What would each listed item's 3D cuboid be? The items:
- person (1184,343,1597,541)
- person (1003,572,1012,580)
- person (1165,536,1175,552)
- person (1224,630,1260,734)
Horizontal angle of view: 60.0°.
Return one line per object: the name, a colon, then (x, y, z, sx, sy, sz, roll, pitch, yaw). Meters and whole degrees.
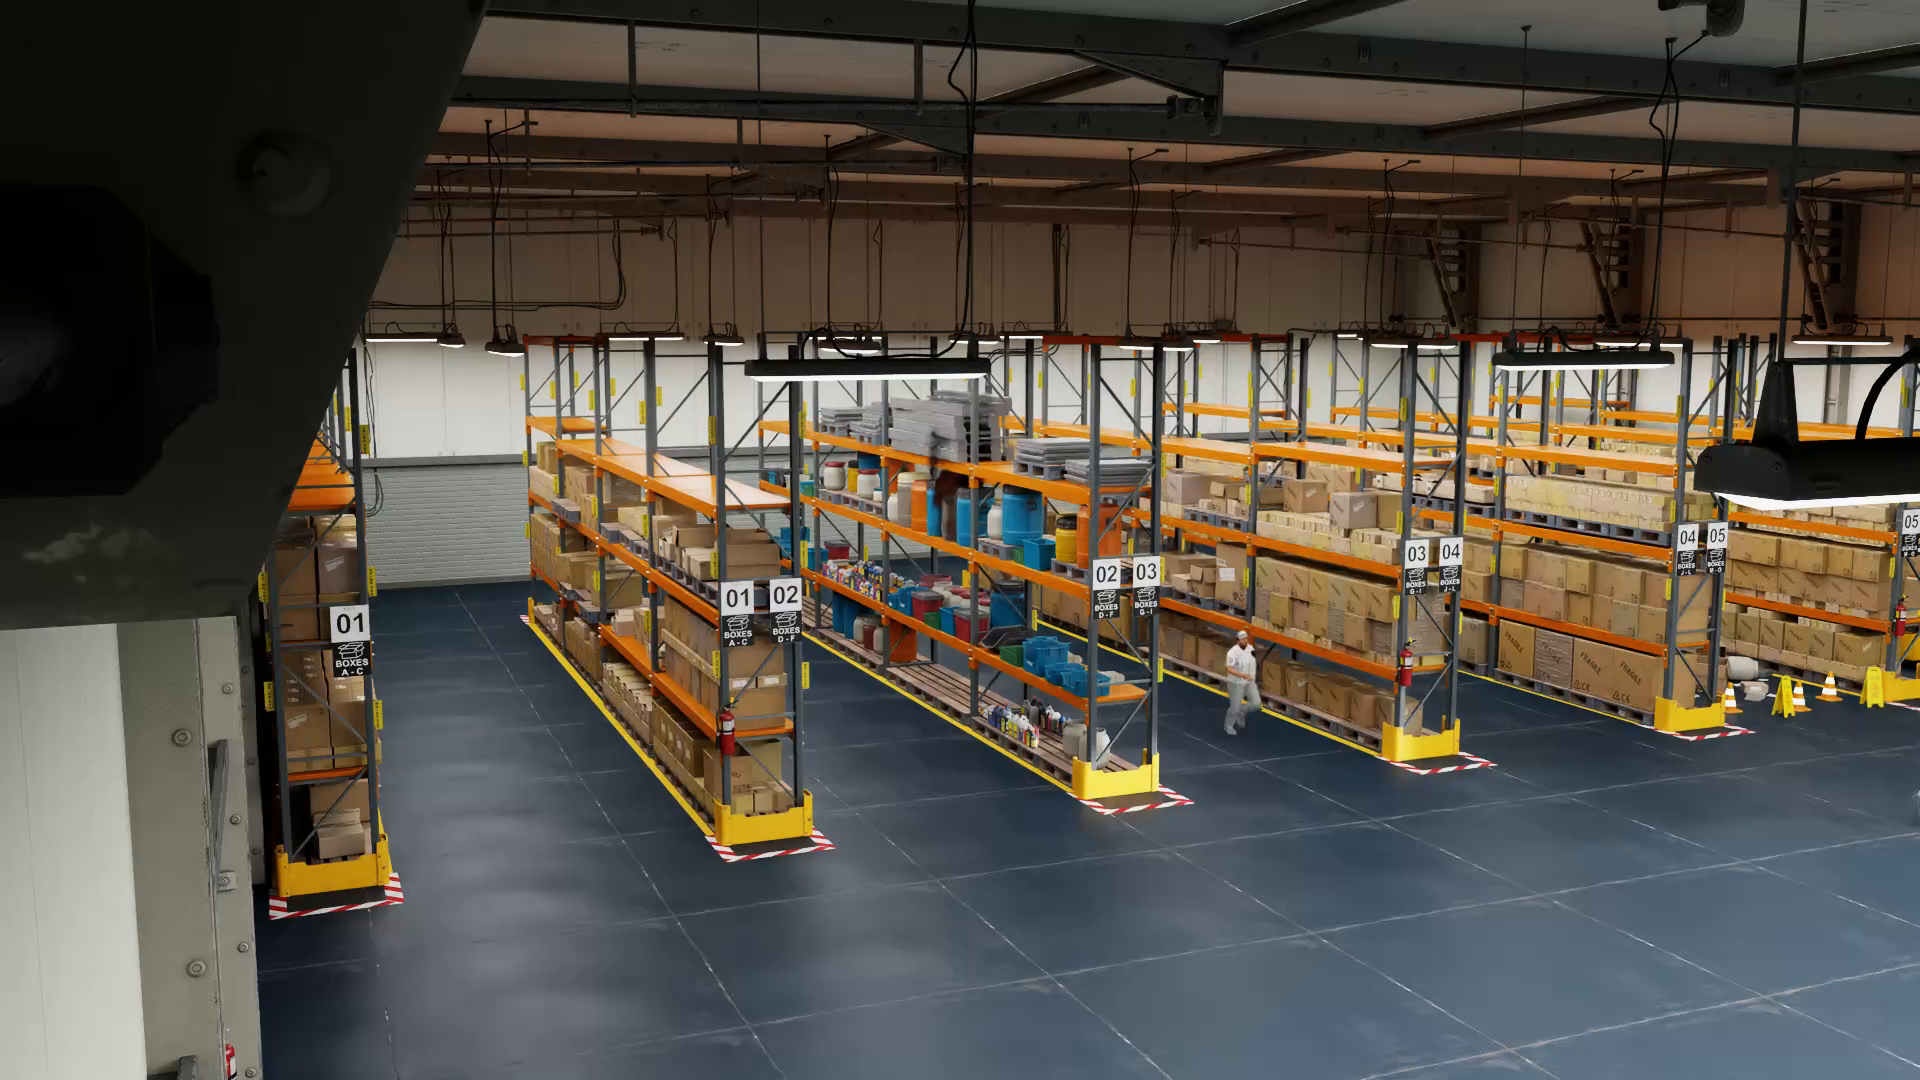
person: (9.329, -1.655, 38.179, 9.930, 5.794, 3.678, 4, 8, 25)
person: (0.884, 1.376, 31.334, 0.583, 1.695, 0.708, -3, 8, -19)
person: (5.416, -0.052, 41.690, 0.782, 1.692, 0.660, -3, 8, -23)
person: (4.315, 2.170, 25.284, 0.628, 1.622, 0.697, -3, 8, -23)
